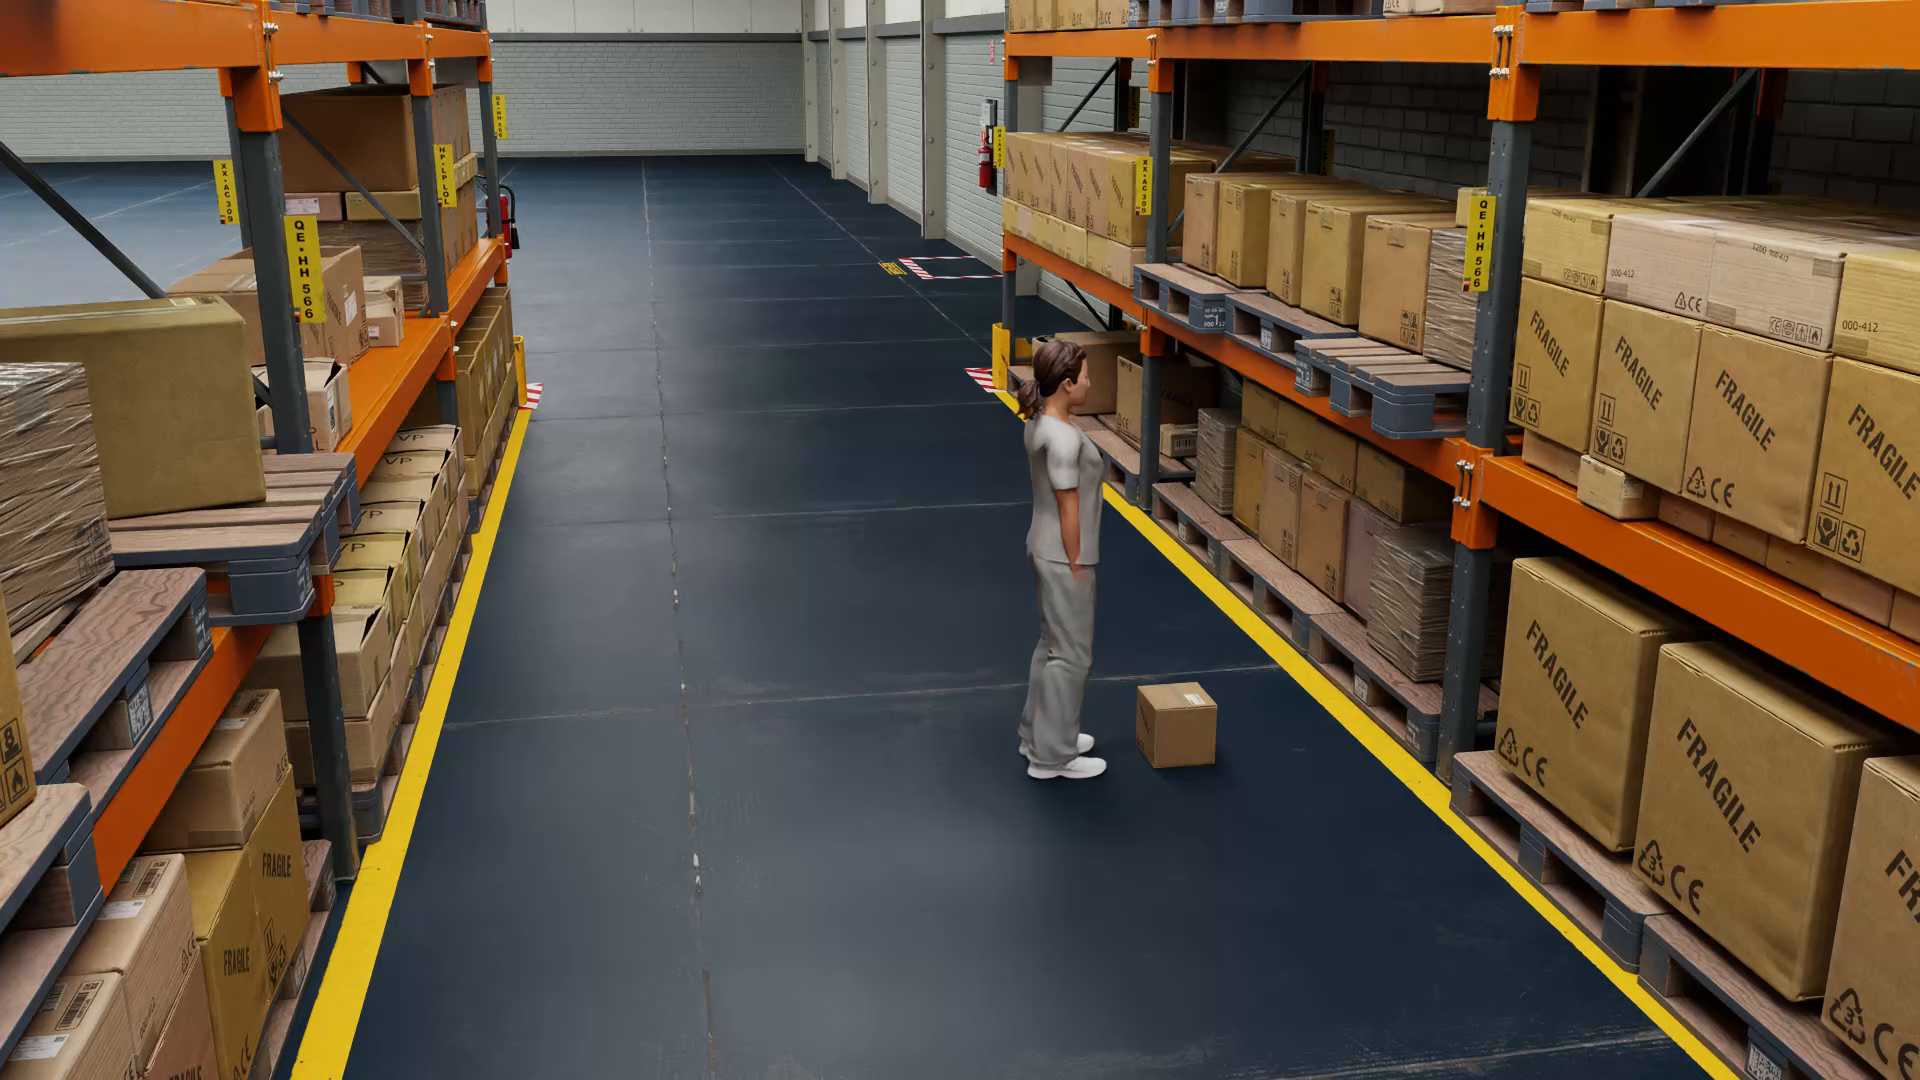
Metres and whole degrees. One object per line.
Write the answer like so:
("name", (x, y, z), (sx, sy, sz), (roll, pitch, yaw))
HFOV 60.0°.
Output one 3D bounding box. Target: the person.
("person", (0.374, 0.073, 6.305), (0.362, 1.670, 0.437), (-3, 17, -9))
